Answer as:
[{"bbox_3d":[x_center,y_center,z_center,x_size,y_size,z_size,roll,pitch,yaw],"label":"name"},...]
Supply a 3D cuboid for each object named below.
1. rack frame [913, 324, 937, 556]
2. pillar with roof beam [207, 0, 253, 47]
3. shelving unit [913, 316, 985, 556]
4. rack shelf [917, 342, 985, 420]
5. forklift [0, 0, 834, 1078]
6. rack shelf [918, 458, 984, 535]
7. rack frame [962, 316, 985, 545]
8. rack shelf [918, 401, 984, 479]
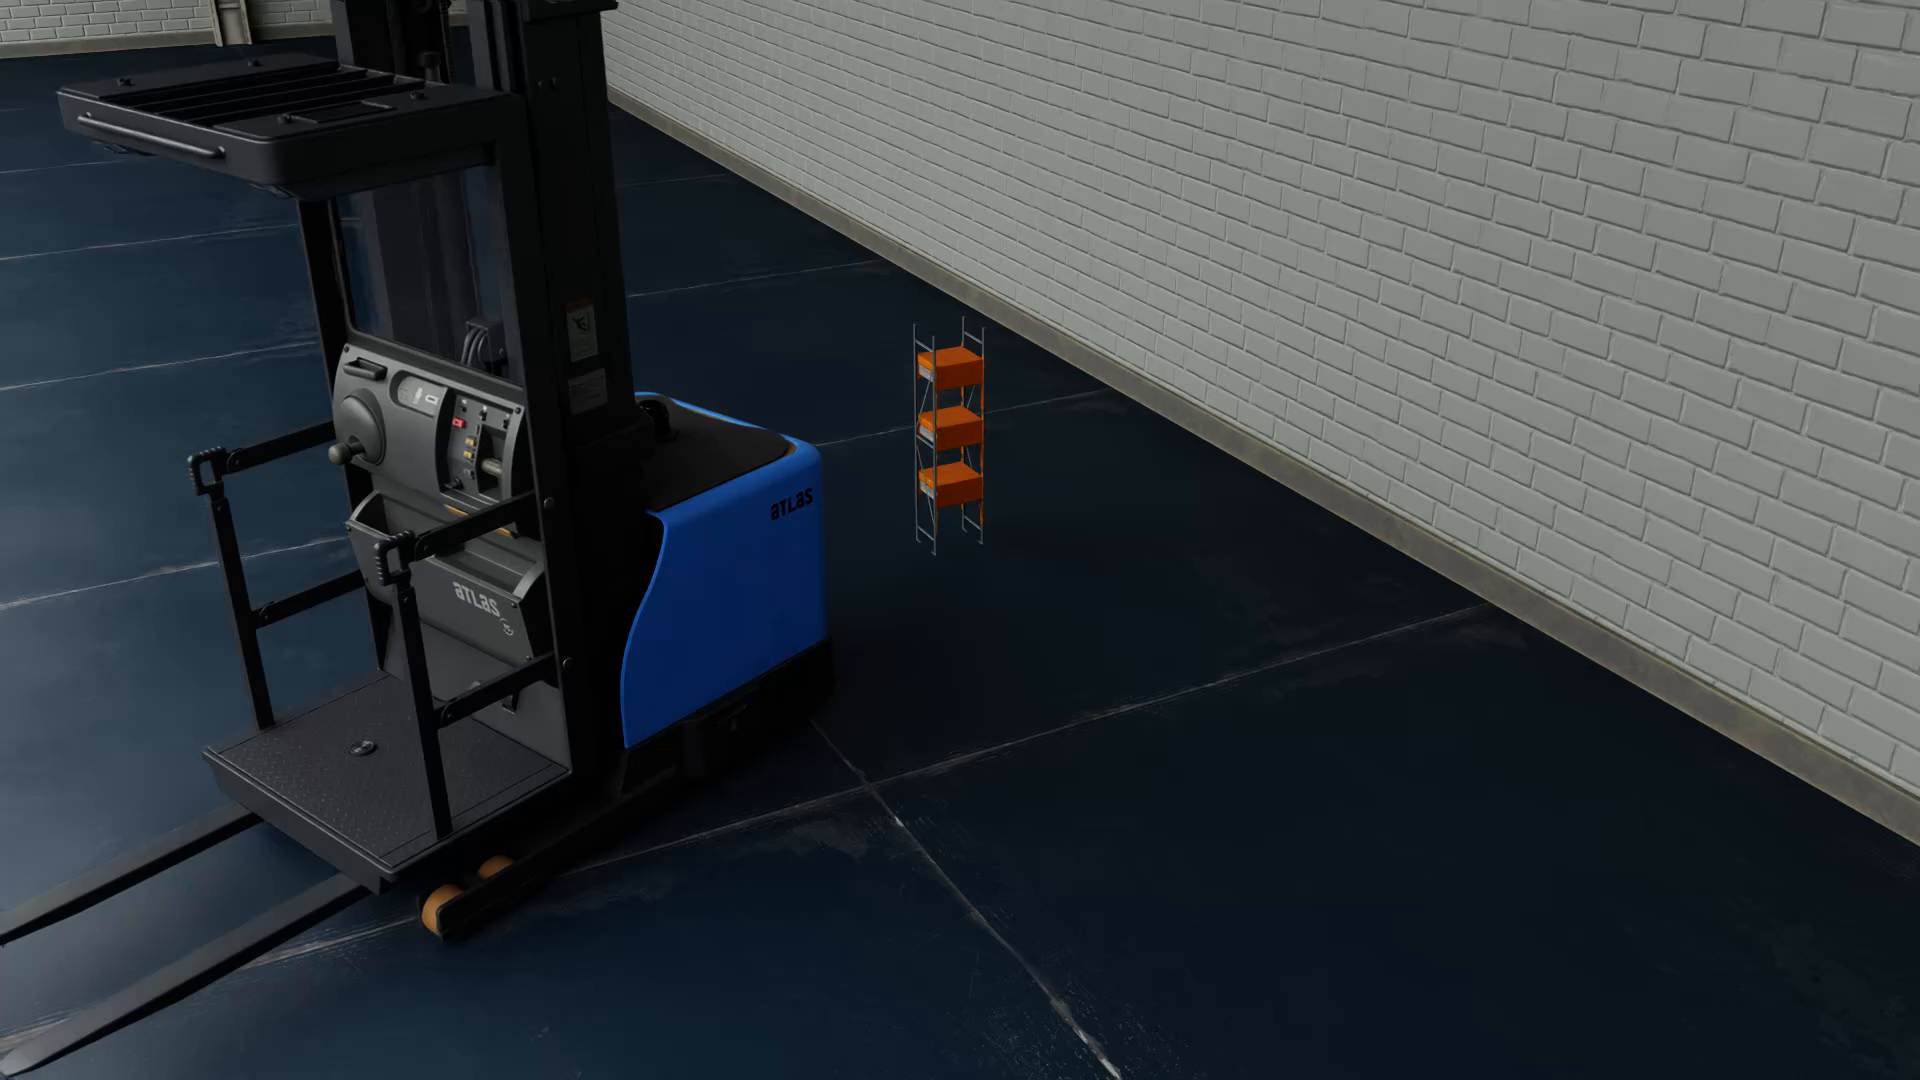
[{"bbox_3d":[-0.155,-0.438,7.448,0.008,1.050,0.200,-13,29,-25],"label":"rack frame"},{"bbox_3d":[-6.922,-8.532,15.124,0.400,9.000,9.100,-13,29,-25],"label":"pillar with roof beam"},{"bbox_3d":[-0.047,-0.462,7.500,0.252,1.050,0.215,-13,29,-25],"label":"shelving unit"},{"bbox_3d":[-0.047,-0.709,7.382,0.240,0.259,0.215,-13,29,-25],"label":"rack shelf"},{"bbox_3d":[-1.796,-0.325,5.041,1.130,2.935,3.031,19,32,34],"label":"forklift"},{"bbox_3d":[-0.047,-0.202,7.625,0.240,0.259,0.215,-13,29,-25],"label":"rack shelf"},{"bbox_3d":[0.060,-0.487,7.552,0.008,1.050,0.200,-13,29,-25],"label":"rack frame"},{"bbox_3d":[-0.047,-0.453,7.505,0.240,0.259,0.215,-13,29,-25],"label":"rack shelf"}]
